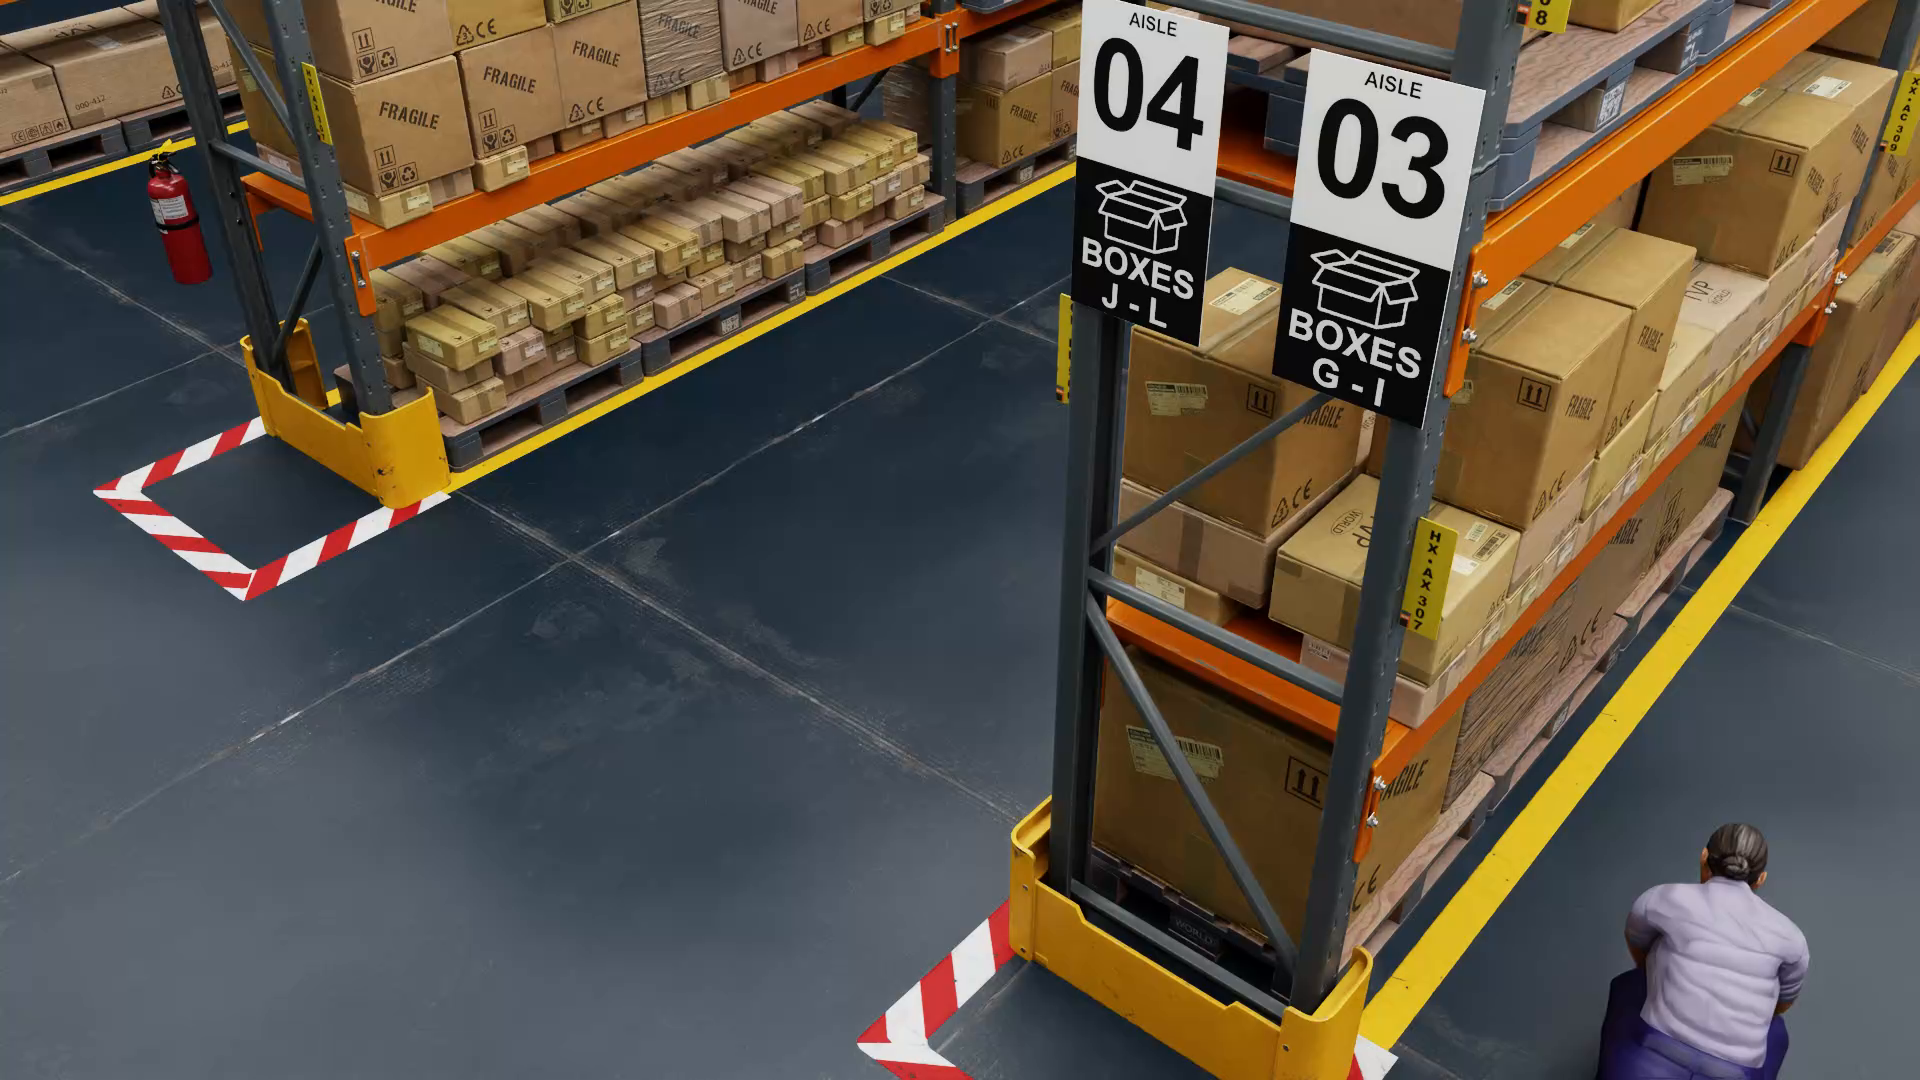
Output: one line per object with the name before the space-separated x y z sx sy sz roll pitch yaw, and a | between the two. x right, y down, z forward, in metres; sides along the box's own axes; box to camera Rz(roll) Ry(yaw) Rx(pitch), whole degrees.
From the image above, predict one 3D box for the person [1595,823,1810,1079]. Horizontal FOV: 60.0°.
person | 2.136 1.373 4.823 0.518 0.954 0.814 20 40 26
